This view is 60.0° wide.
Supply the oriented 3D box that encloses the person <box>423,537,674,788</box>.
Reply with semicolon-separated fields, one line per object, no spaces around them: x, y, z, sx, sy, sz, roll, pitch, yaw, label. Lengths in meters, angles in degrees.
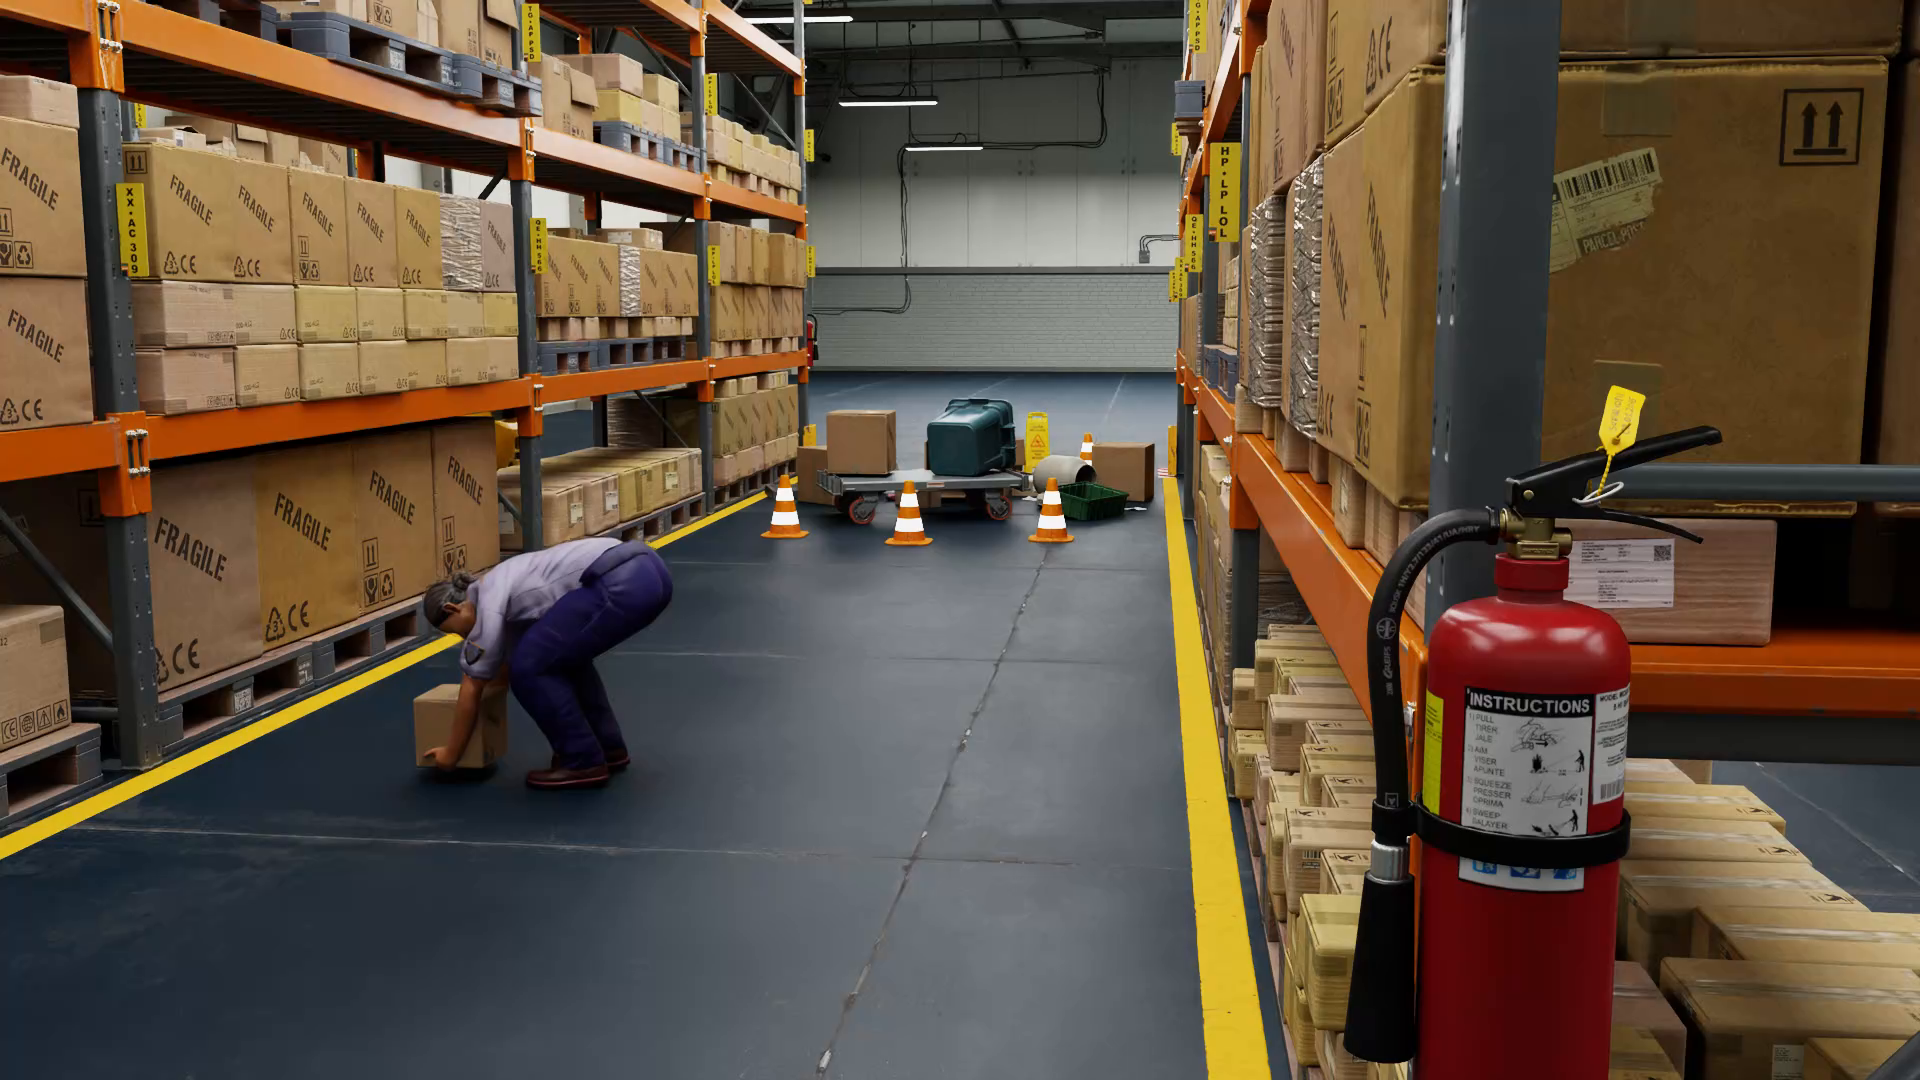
-1.498;0.431;6.034;0.895;0.880;0.496;0;8;3;person
